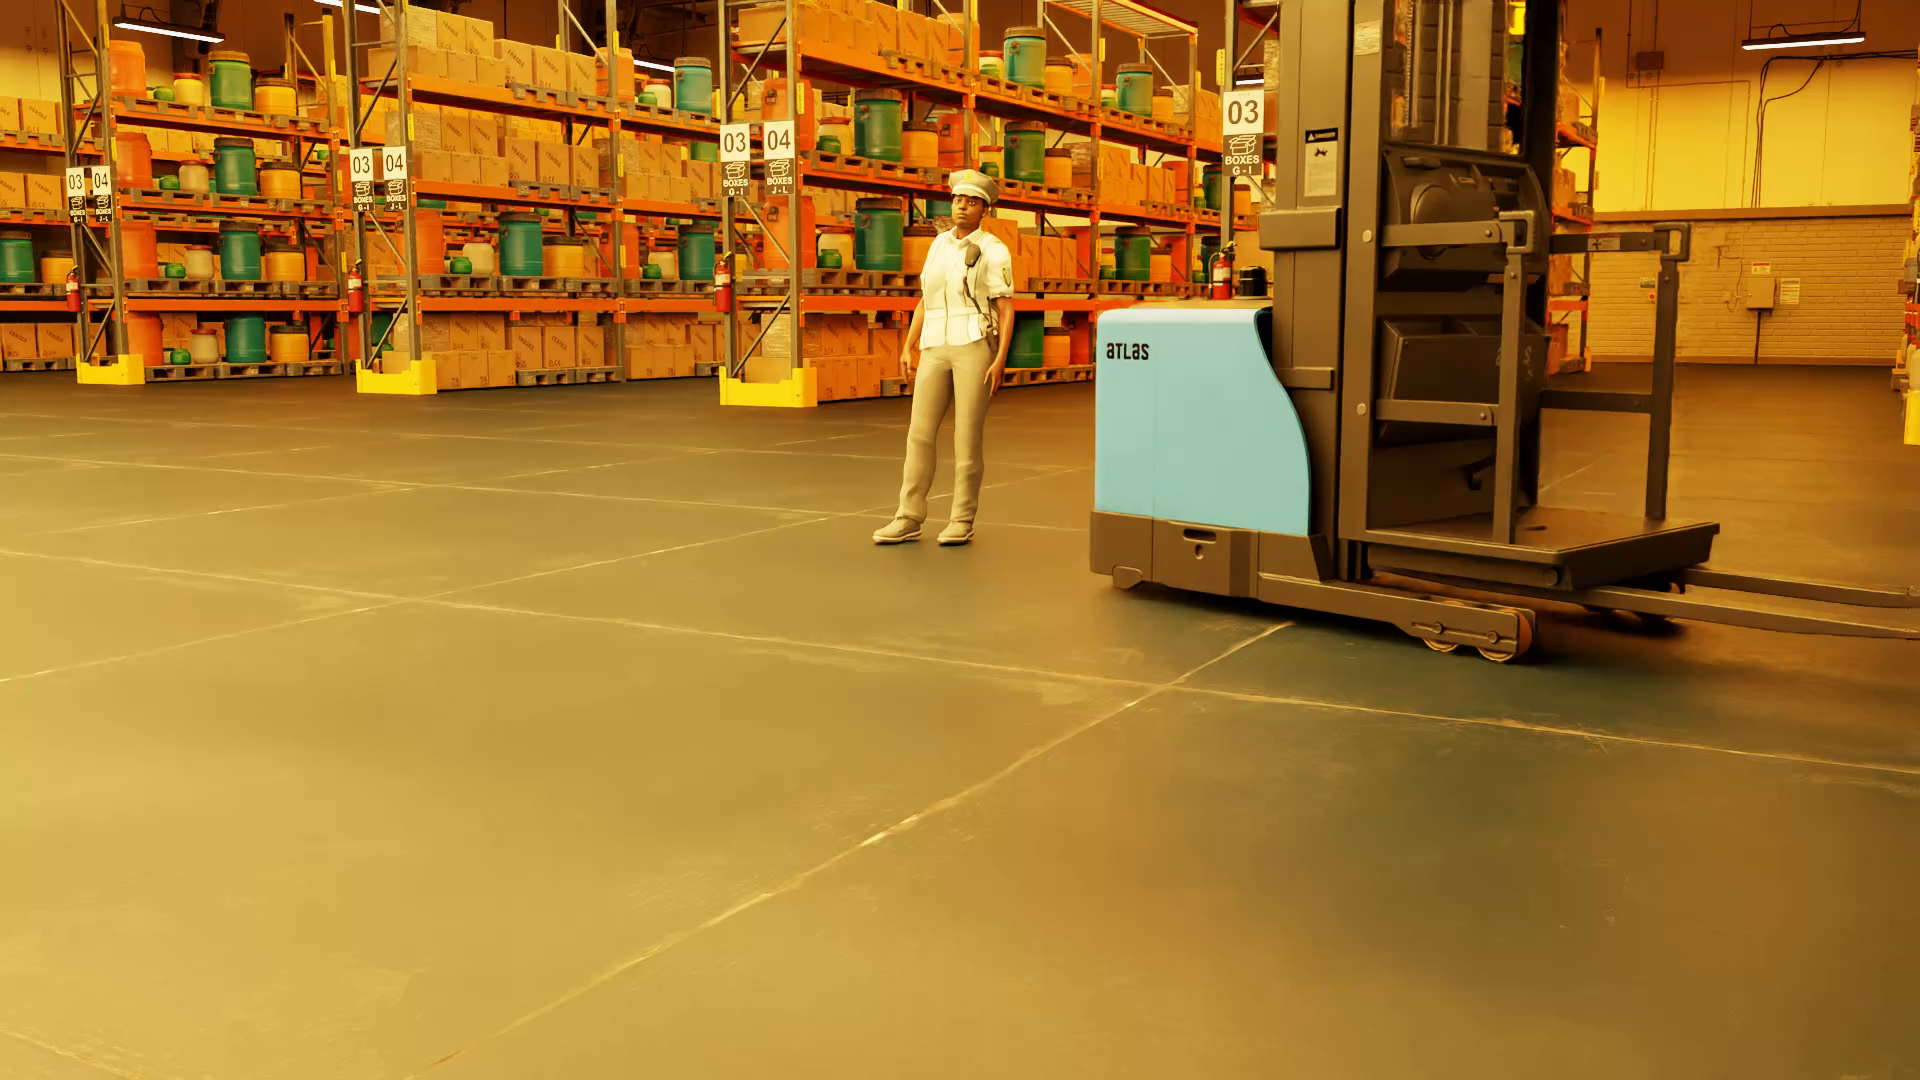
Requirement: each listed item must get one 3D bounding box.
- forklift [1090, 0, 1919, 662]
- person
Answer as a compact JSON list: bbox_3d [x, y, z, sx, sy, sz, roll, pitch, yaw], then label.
[{"bbox_3d":[1.858,-1.156,5.468,1.130,2.935,3.031,-7,10,-41],"label":"forklift"},{"bbox_3d":[-0.053,-0.838,7.642,0.570,1.692,0.530,4,9,29],"label":"person"}]
